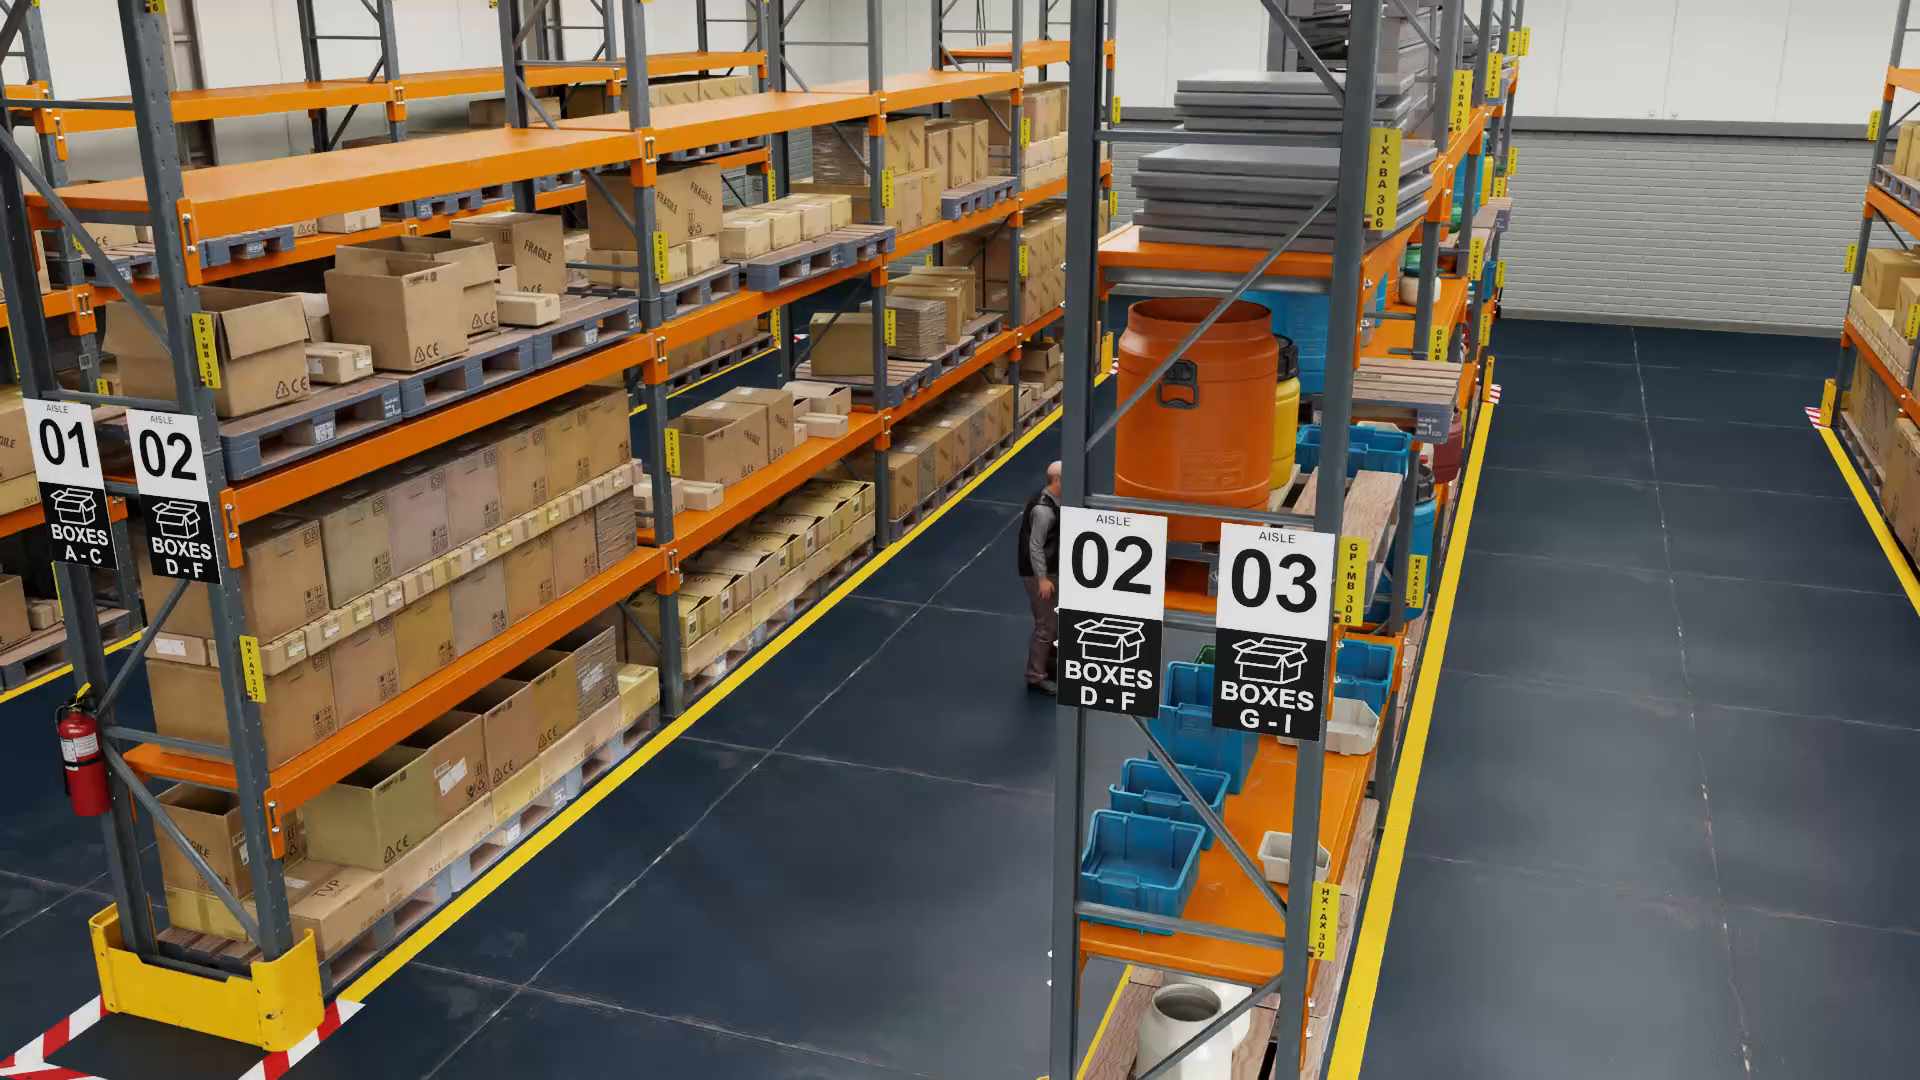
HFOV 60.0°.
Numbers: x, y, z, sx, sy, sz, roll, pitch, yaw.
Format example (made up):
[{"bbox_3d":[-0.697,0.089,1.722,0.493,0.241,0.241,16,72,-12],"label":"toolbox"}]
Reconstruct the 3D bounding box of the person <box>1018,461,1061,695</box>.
[{"bbox_3d":[0.641,0.244,12.308,0.413,1.721,0.581,6,19,18],"label":"person"}]
